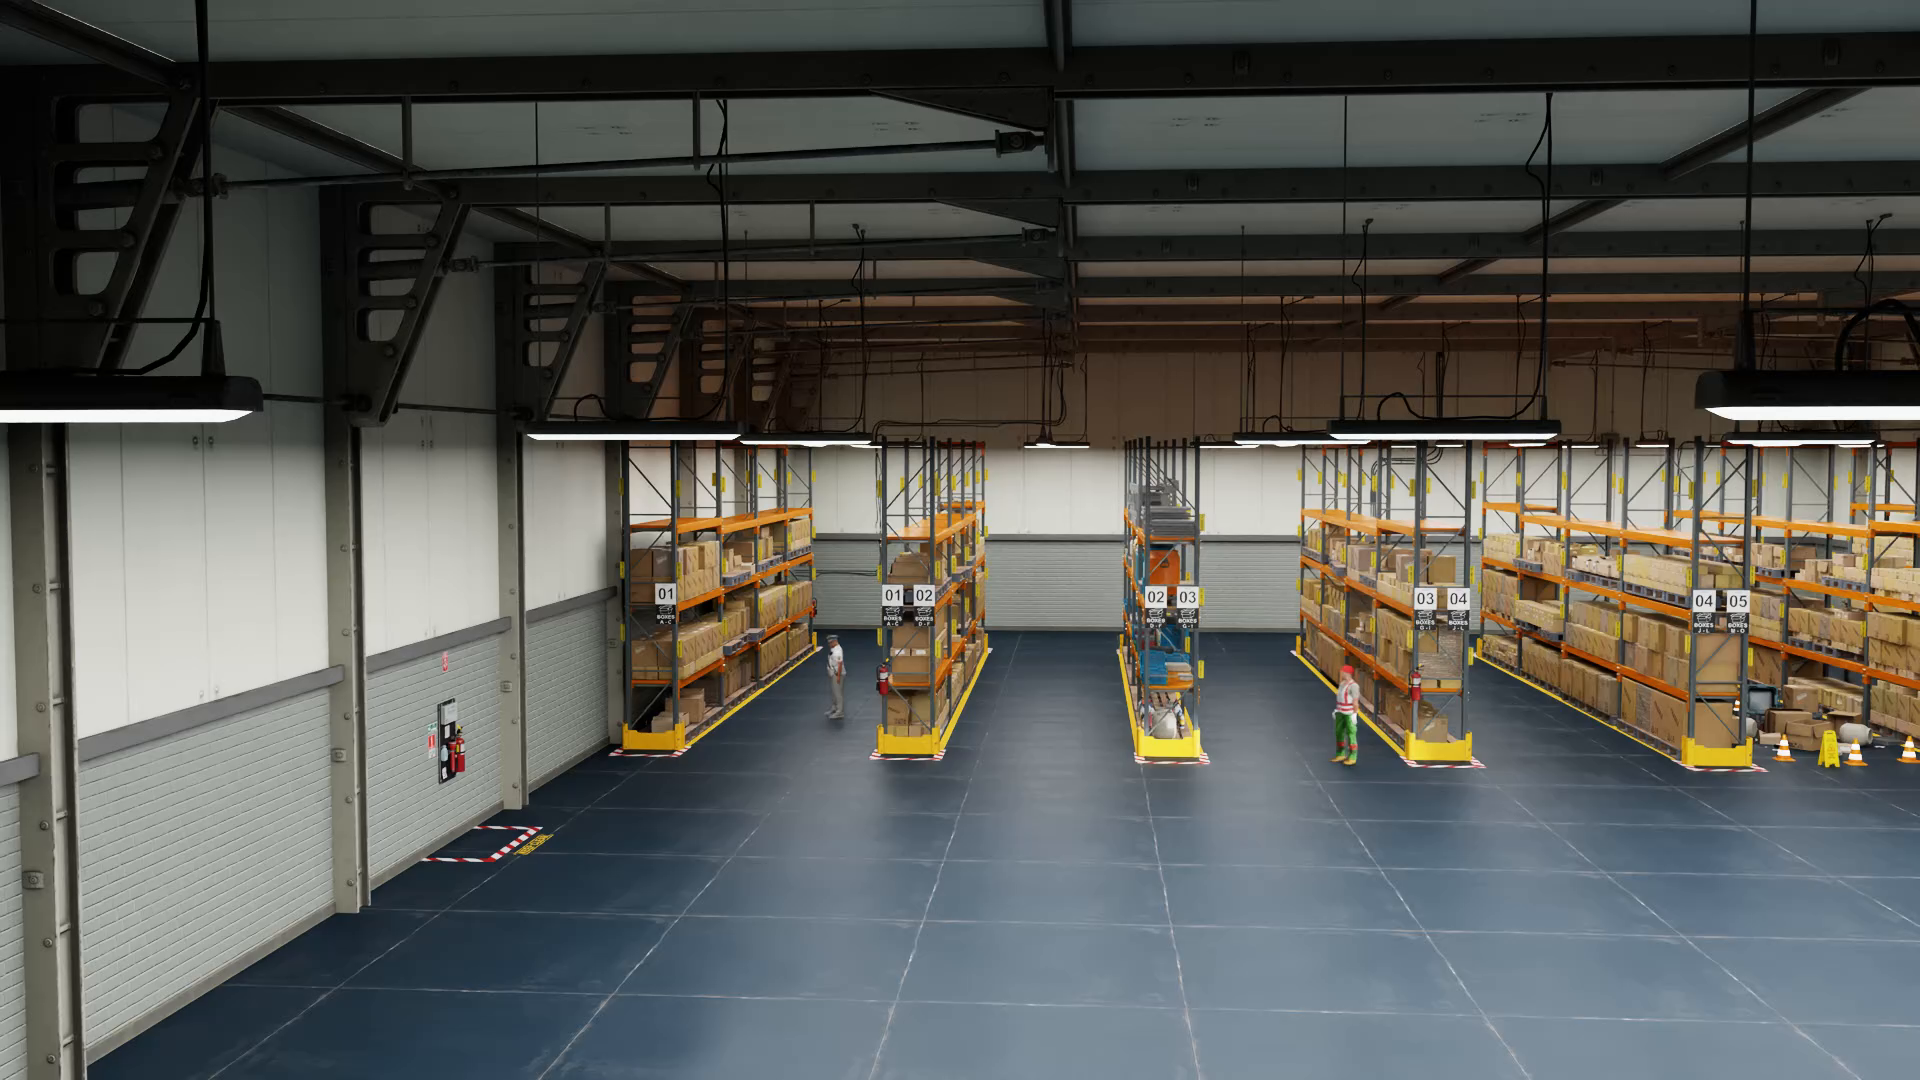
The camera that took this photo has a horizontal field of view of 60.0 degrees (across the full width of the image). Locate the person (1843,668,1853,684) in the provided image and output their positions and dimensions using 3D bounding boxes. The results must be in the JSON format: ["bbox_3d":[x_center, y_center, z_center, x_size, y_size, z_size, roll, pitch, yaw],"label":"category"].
[{"bbox_3d":[21.035,2.788,39.480,0.484,1.647,0.556,-2,4,-36],"label":"person"}]

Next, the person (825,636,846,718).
[{"bbox_3d":[-2.687,2.933,35.856,0.459,1.747,0.591,0,3,-8],"label":"person"}]

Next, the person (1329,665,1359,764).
[{"bbox_3d":[7.056,3.193,30.452,0.358,1.821,0.598,-2,3,-26],"label":"person"}]
